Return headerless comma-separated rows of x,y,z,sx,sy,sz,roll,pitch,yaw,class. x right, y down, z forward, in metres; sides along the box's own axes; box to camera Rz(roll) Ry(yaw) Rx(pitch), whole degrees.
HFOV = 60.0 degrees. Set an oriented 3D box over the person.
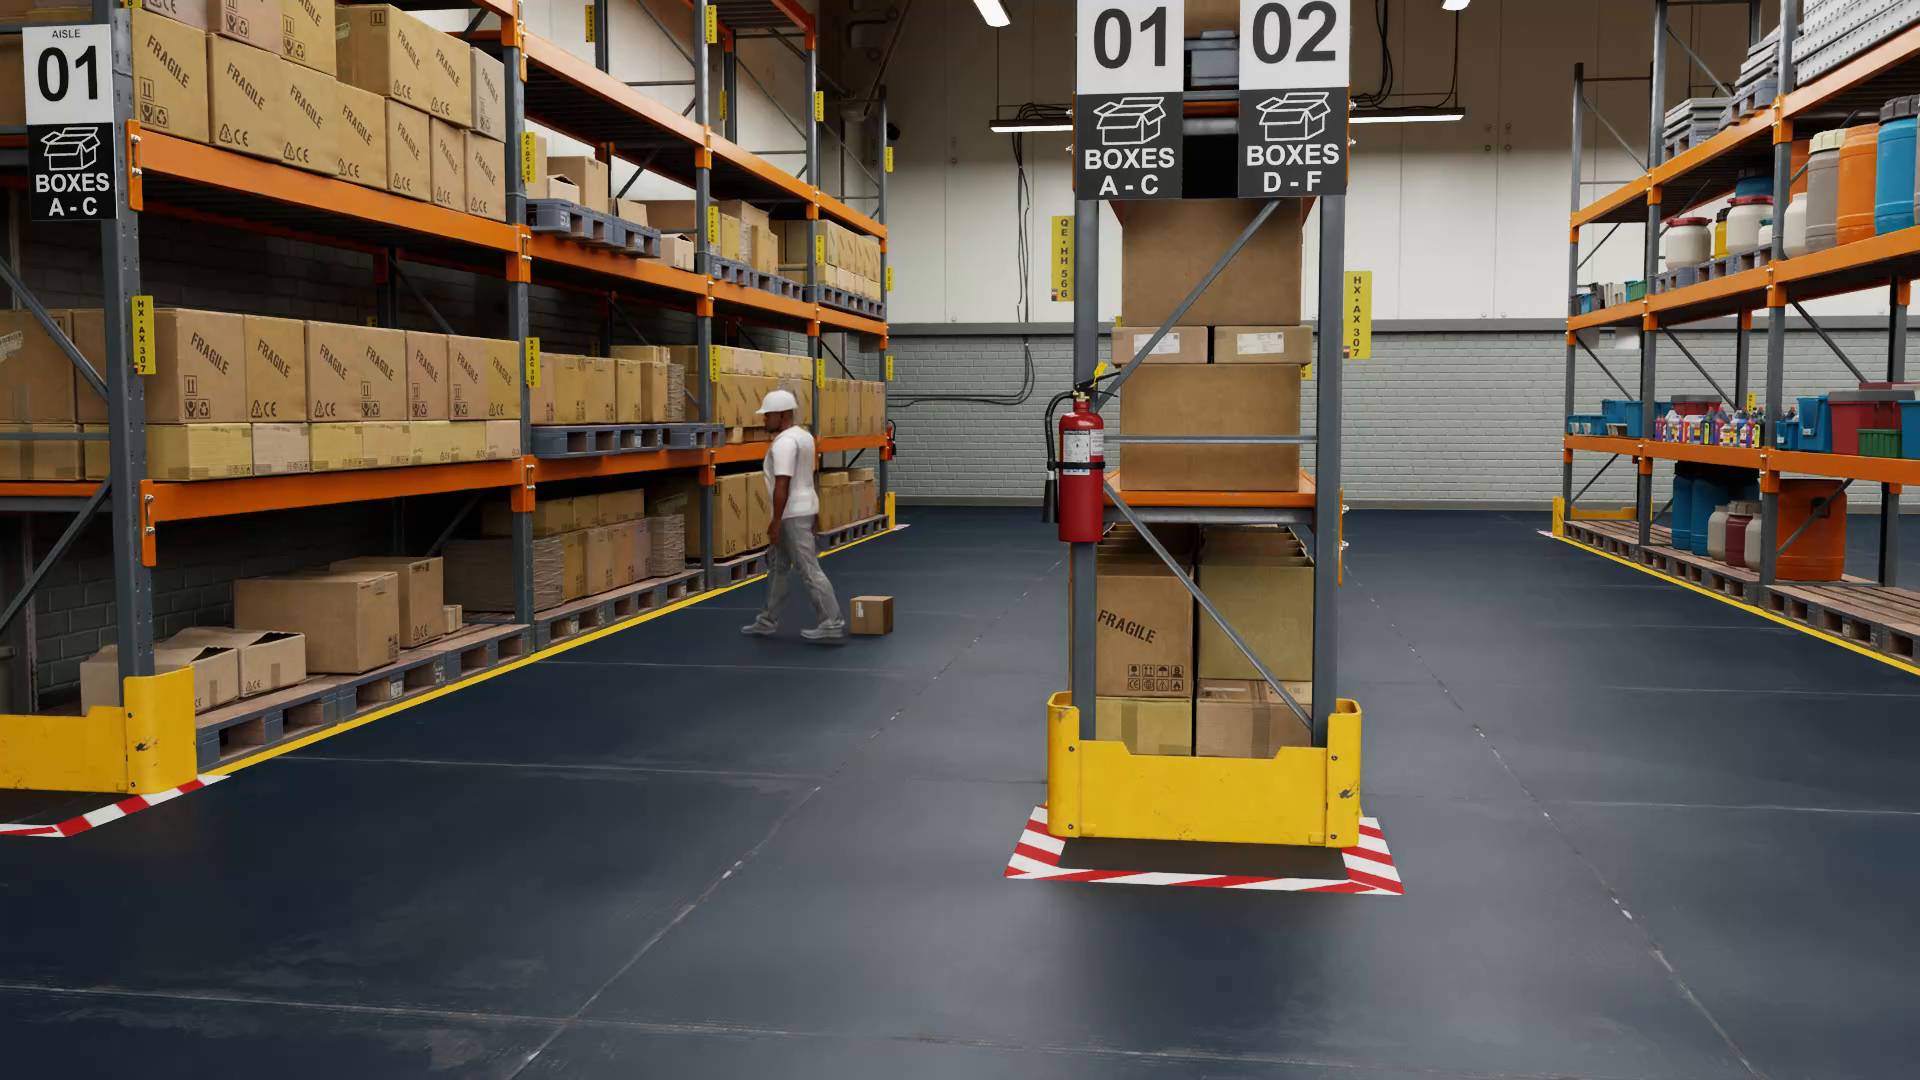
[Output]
-1.200,-0.172,11.611,0.835,1.741,0.620,1,4,8,person
